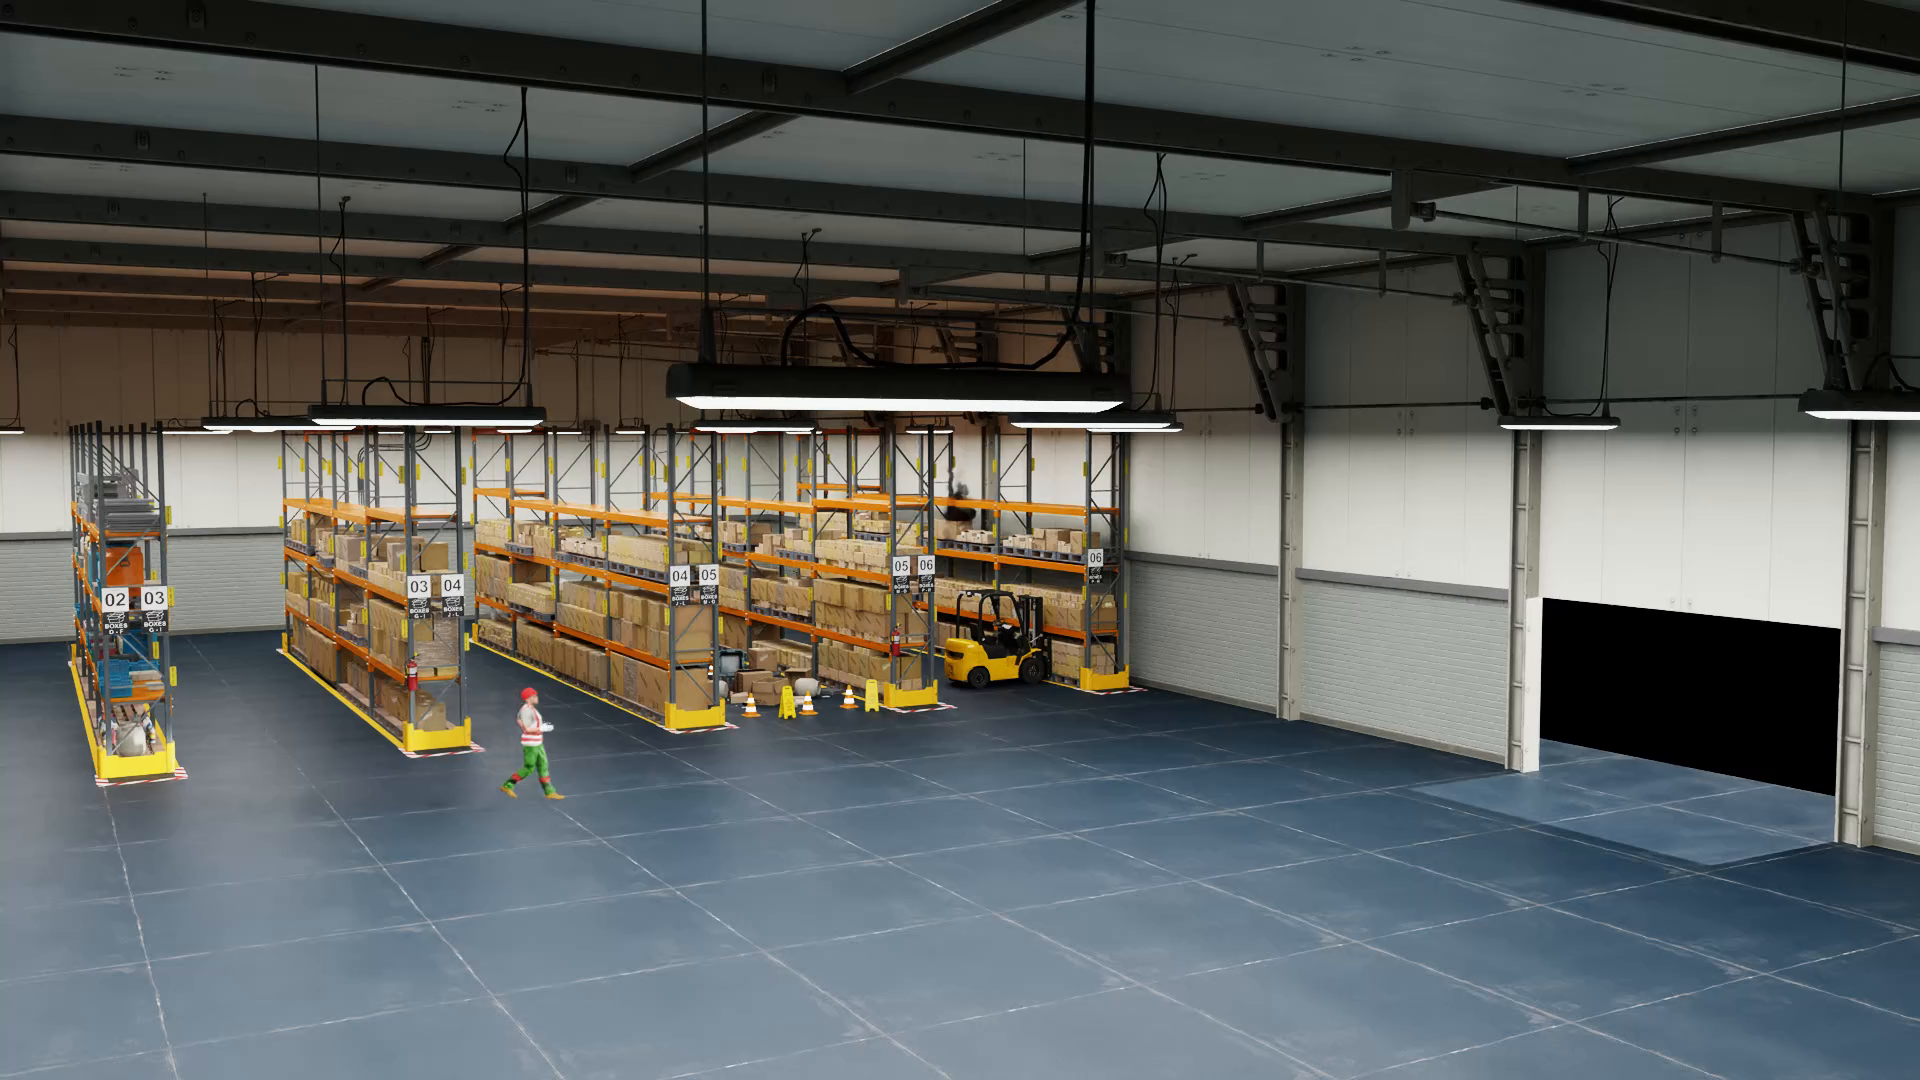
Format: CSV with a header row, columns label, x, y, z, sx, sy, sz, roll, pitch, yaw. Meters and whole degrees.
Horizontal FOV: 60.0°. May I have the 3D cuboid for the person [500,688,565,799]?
label,x,y,z,sx,sy,sz,roll,pitch,yaw
person,-6.684,3.192,25.969,0.984,1.778,0.654,0,4,-6

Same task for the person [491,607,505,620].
label,x,y,z,sx,sy,sz,roll,pitch,yaw
person,-13.500,1.850,48.409,1.006,1.715,0.714,-3,5,-39
